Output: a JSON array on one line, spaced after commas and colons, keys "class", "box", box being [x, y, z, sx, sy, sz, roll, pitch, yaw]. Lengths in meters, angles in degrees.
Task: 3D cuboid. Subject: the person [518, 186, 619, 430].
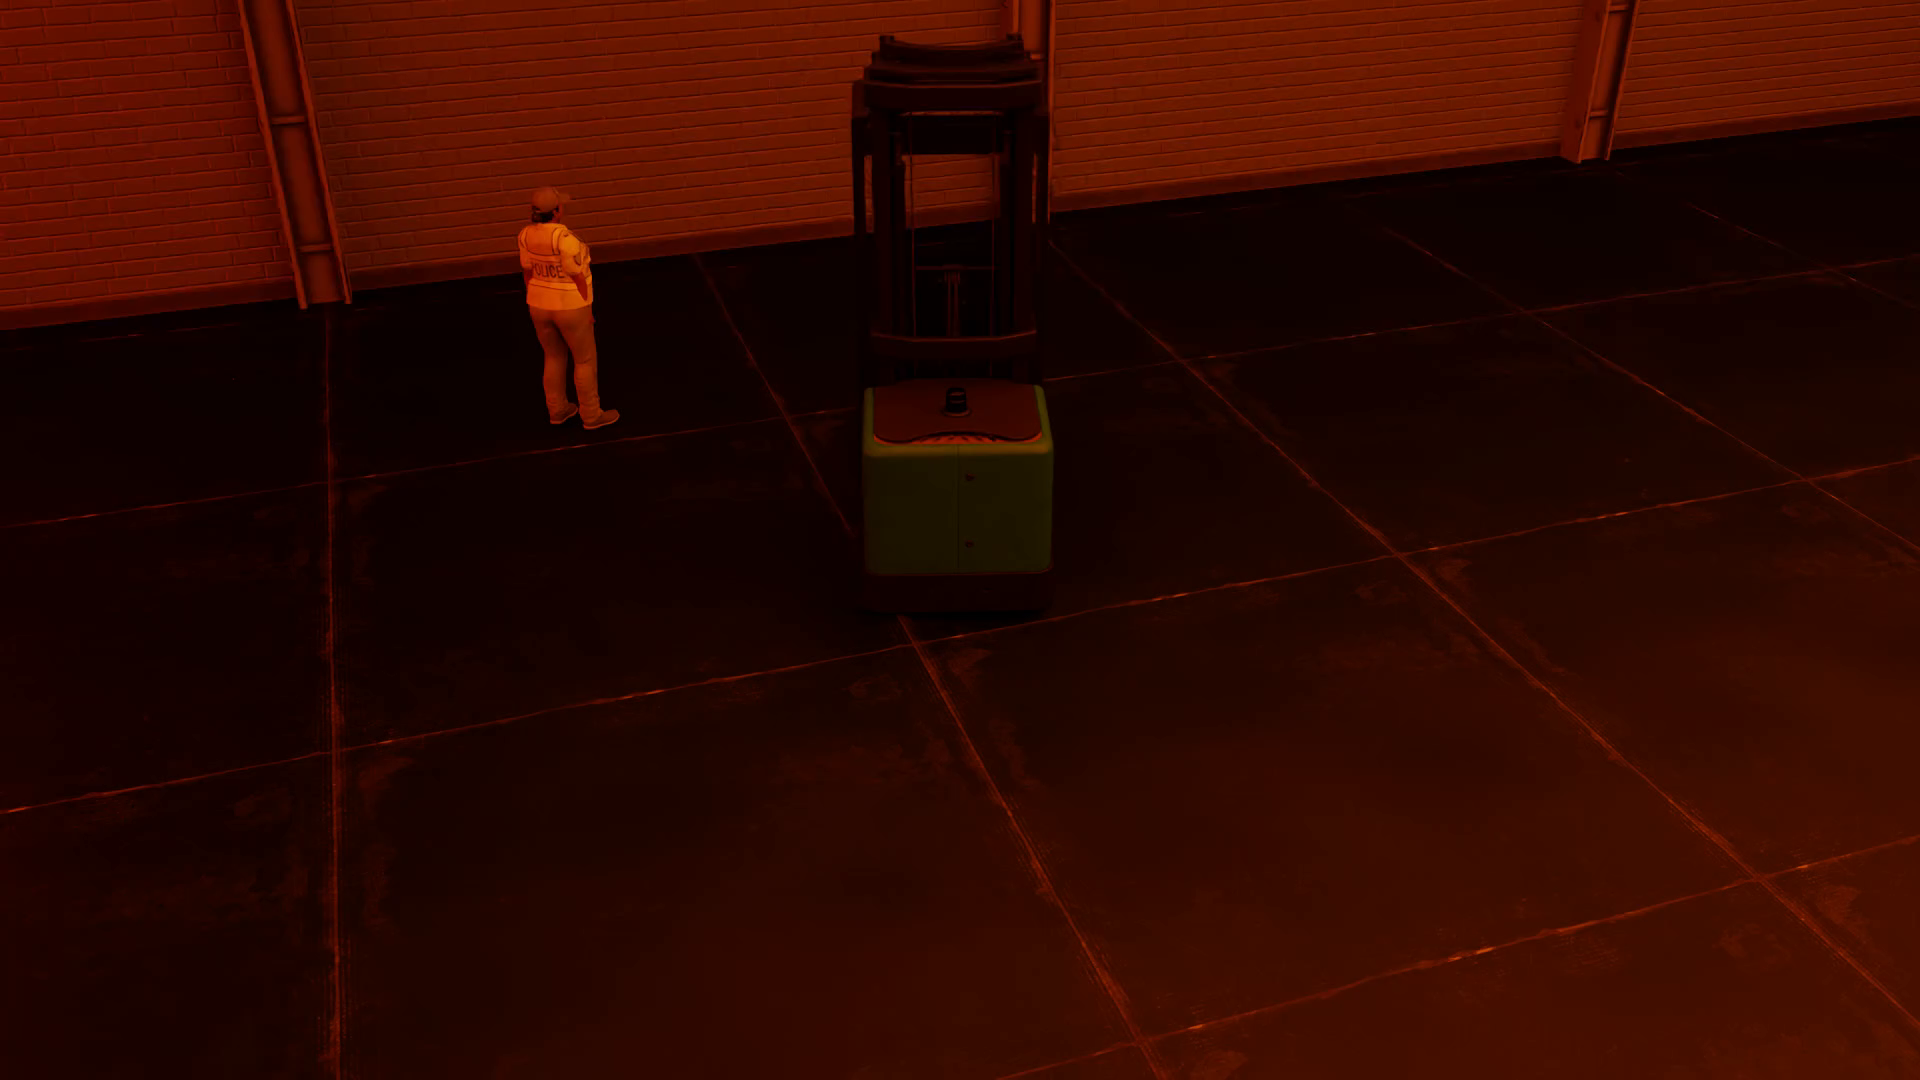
[{"class": "person", "box": [-2.625, -1.534, 11.030, 0.484, 1.668, 0.394, 12, 32, 19]}]

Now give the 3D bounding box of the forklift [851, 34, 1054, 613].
[{"class": "forklift", "box": [-0.063, -1.567, 9.811, 1.130, 2.935, 3.031, -1, 30, -2]}]
